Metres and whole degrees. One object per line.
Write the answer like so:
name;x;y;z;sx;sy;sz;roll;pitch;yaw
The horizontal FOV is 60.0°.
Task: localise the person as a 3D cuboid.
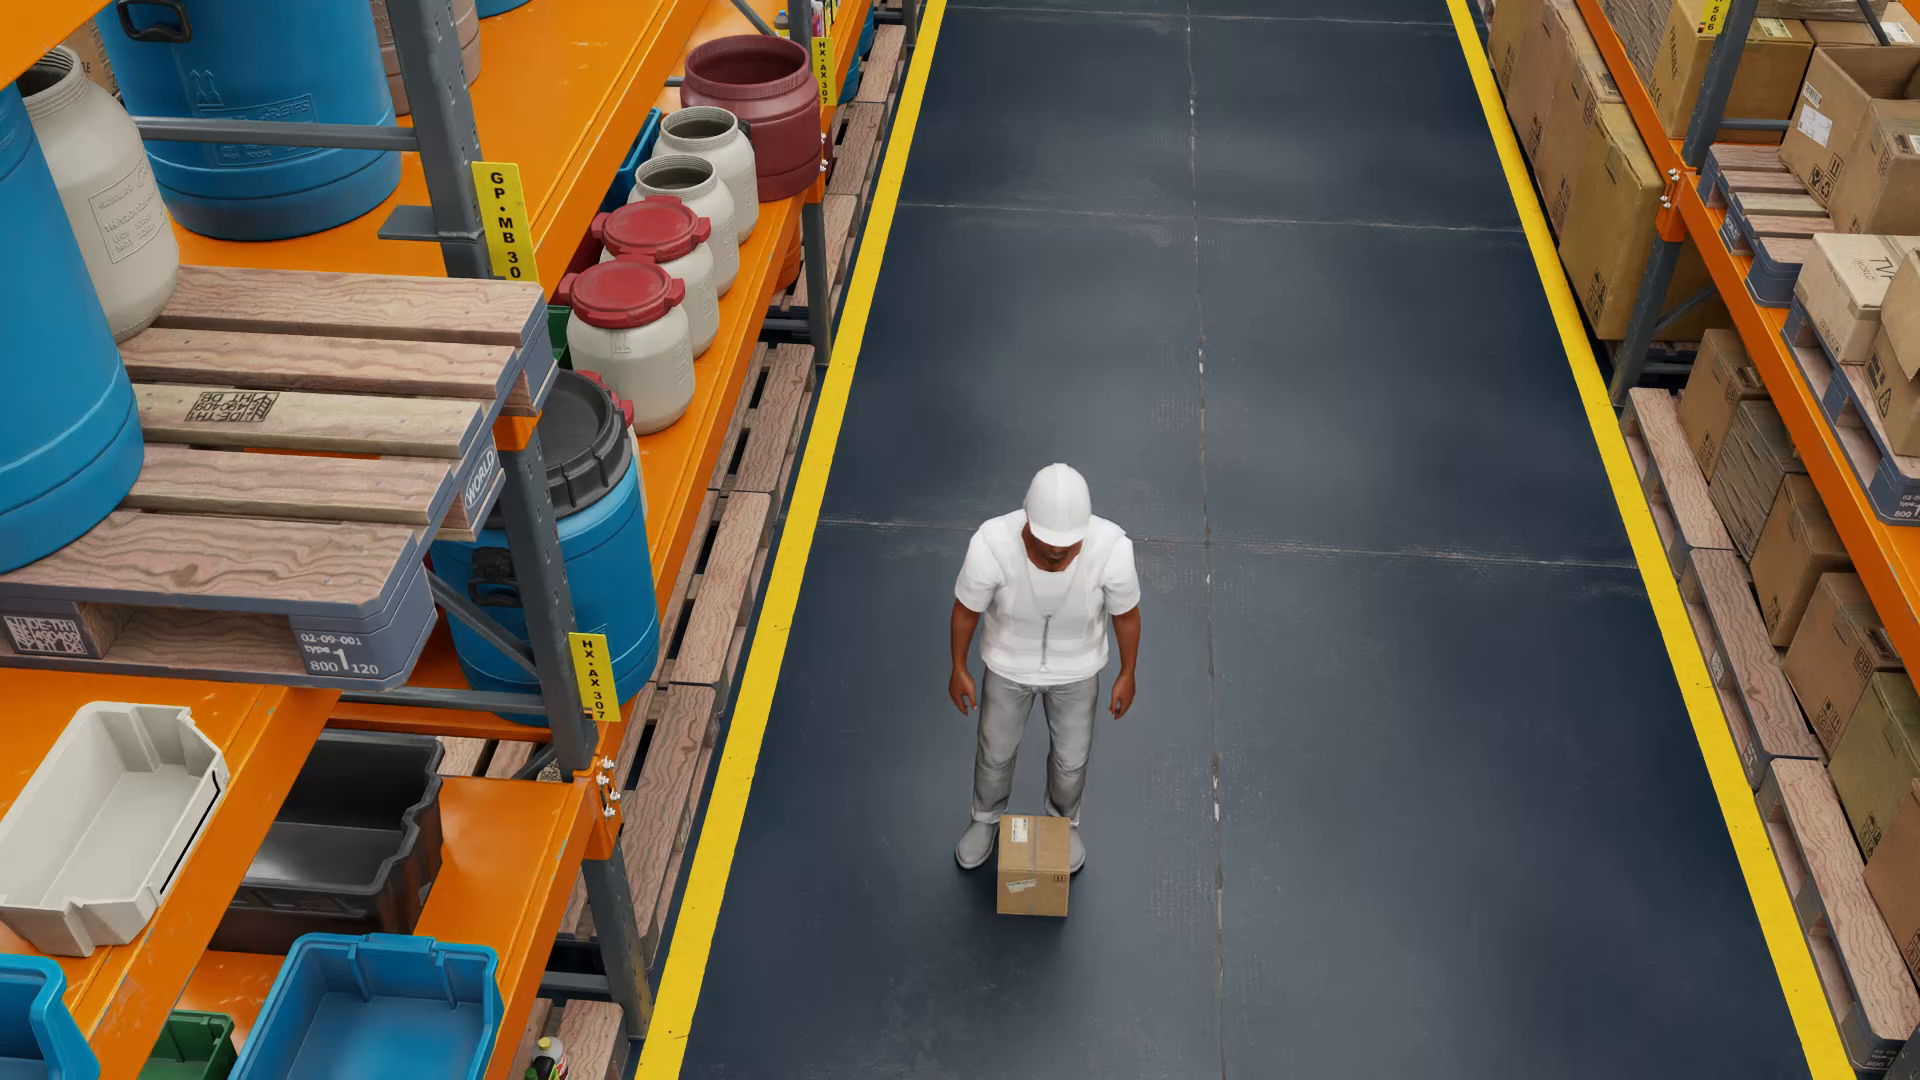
person;0.281;0.438;5.617;0.637;1.761;0.455;2;40;2
